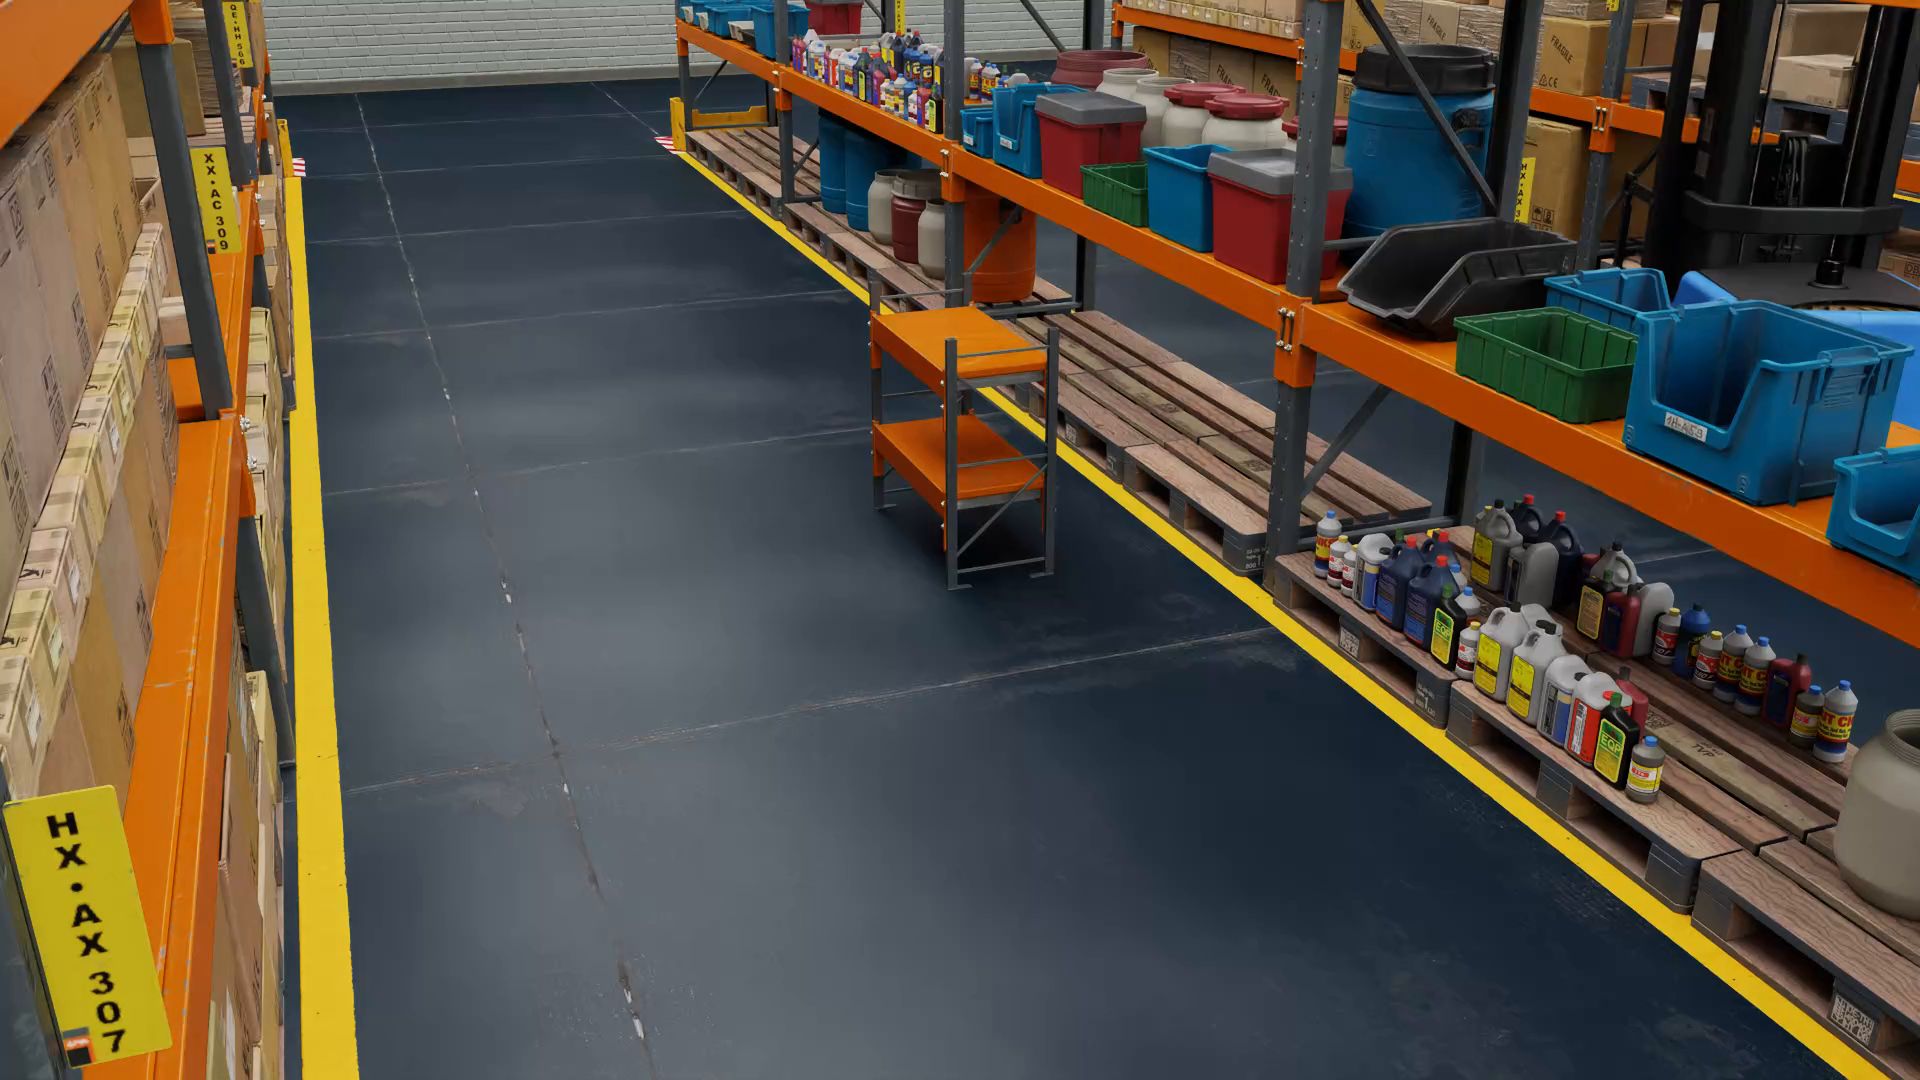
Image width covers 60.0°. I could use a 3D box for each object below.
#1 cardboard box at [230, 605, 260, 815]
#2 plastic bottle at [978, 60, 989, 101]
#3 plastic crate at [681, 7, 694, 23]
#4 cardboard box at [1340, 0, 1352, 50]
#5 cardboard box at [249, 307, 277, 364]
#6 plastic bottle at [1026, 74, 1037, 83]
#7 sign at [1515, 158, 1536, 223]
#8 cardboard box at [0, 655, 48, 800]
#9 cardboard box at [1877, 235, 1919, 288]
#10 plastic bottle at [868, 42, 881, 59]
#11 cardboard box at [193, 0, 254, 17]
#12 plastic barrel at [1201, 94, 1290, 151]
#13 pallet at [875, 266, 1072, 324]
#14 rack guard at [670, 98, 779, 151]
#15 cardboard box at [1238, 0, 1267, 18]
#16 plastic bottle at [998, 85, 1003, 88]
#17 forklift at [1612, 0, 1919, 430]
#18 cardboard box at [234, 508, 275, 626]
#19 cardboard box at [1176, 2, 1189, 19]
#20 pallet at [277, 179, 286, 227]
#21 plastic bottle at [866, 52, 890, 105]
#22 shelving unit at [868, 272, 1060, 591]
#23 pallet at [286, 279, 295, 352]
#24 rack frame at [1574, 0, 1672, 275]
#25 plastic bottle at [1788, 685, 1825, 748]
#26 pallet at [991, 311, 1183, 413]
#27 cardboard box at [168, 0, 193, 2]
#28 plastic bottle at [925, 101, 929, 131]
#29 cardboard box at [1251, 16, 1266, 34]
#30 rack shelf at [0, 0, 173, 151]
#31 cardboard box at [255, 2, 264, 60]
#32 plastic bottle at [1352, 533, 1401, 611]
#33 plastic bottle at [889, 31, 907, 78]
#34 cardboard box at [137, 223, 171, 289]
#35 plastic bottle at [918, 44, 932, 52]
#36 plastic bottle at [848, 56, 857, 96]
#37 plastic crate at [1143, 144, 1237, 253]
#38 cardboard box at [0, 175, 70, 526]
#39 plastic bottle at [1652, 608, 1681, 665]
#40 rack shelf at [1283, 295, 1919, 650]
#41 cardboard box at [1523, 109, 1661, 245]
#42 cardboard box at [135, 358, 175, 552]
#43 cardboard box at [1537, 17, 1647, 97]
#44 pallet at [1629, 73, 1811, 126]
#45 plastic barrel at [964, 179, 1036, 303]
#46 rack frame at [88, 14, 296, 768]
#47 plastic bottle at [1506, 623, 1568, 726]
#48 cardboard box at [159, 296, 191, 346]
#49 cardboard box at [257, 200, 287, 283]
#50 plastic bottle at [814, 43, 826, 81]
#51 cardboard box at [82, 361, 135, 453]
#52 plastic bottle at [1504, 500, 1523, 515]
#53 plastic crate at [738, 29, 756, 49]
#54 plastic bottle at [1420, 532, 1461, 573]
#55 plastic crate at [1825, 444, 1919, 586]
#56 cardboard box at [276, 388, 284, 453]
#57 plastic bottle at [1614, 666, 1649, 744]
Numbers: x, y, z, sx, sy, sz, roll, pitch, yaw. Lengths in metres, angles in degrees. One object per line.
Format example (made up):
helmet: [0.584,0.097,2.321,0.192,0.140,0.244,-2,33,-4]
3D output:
cardboard box: [-2.297,0.509,4.715,0.500,0.500,0.500,-8,24,-19]
plastic bottle: [0.176,-3.247,11.741,0.061,0.283,0.133,-8,24,-19]
plastic crate: [-2.619,-5.223,16.542,0.250,0.136,0.298,-8,24,-19]
cardboard box: [3.541,-4.650,14.793,0.500,0.500,0.500,-8,24,-19]
cardboard box: [-3.828,-1.023,8.592,0.500,0.311,0.500,-8,24,-18]
plastic bottle: [0.468,-2.946,11.028,0.061,0.283,0.133,-8,24,-19]
sign: [2.323,-1.418,6.897,0.100,0.325,0.005,-8,24,-19]
cardboard box: [-1.450,0.300,2.213,0.380,0.149,0.250,-9,24,-20]
cardboard box: [5.893,-1.555,10.229,0.700,0.500,0.500,-11,25,-24]
plastic bottle: [-0.690,-3.912,13.425,0.097,0.201,0.097,0,23,0]
cardboard box: [-5.560,-4.165,12.353,0.500,0.500,0.500,-8,24,-18]
plastic barrel: [1.413,-1.926,8.283,0.433,0.535,0.433,0,23,0]
pallet: [0.074,-1.669,11.437,1.003,0.211,1.213,-8,24,-19]
rack guard: [-2.455,-4.435,17.628,1.175,0.500,0.348,-8,24,-19]
cardboard box: [3.026,-5.186,16.002,0.500,0.250,0.500,-8,24,-17]
plastic bottle: [0.268,-2.927,11.088,0.097,0.201,0.097,0,23,0]
forklift: [4.073,-1.943,8.585,1.130,2.935,3.031,1,23,3]
cardboard box: [-2.744,0.090,5.953,0.500,0.311,0.500,-8,24,-19]
cardboard box: [2.472,-5.502,17.266,0.380,0.149,0.250,-9,24,-20]
pallet: [-6.333,-2.856,14.256,1.003,0.211,1.213,-8,24,-19]
plastic bottle: [-0.571,-3.217,11.585,0.144,0.351,0.185,-8,24,-19]
shelving unit: [-0.002,-0.521,7.537,0.538,1.125,1.048,-8,24,-19]
pallet: [-4.899,-1.429,10.868,1.003,0.211,1.213,-8,24,-19]
rack frame: [5.025,-3.352,11.842,1.000,3.000,0.127,-8,24,-19]
plastic bottle: [2.832,0.582,5.544,0.097,0.201,0.097,0,23,0]
pallet: [0.629,-1.101,10.090,1.003,0.211,1.213,-8,24,-19]
cardboard box: [-5.699,-3.485,11.486,0.700,0.500,0.500,-18,29,-36]
plastic bottle: [-0.174,-2.714,10.583,0.097,0.201,0.097,0,23,0]
cardboard box: [3.016,-4.943,15.938,0.380,0.149,0.250,-9,24,-20]
rack shelf: [-2.124,-0.865,3.005,1.077,0.370,4.000,-8,24,-19]
cardboard box: [-6.121,-4.269,13.887,0.500,0.500,0.500,-9,24,-20]
plastic bottle: [1.647,0.123,6.537,0.152,0.276,0.135,-7,24,-17]
plastic bottle: [-0.460,-3.727,12.795,0.144,0.351,0.185,-8,24,-19]
cardboard box: [-2.534,-0.817,4.862,0.380,0.149,0.250,-8,24,-19]
plastic bottle: [-0.273,-3.654,12.717,0.152,0.276,0.135,-8,24,-19]
plastic bottle: [-0.755,-3.344,11.989,0.097,0.271,0.097,0,23,0]
plastic crate: [1.124,-1.570,7.634,0.392,0.384,0.575,-8,24,-19]
cardboard box: [-1.959,-0.296,2.790,0.700,0.500,0.500,-8,24,-19]
plastic bottle: [2.605,0.348,6.099,0.097,0.201,0.097,0,23,0]
rack shelf: [2.511,-0.161,5.197,1.077,0.370,4.000,-8,24,-19]
cardboard box: [4.801,-2.820,12.774,1.225,0.875,0.875,-10,25,-21]
cardboard box: [-2.476,-0.236,4.319,0.700,0.500,0.500,-9,24,-20]
cardboard box: [4.619,-3.544,12.167,0.500,0.500,0.500,-8,24,-17]
pallet: [5.377,-3.020,11.299,1.213,0.211,1.003,-8,24,-19]
plastic barrel: [0.203,-2.042,10.985,0.600,0.830,0.708,-8,24,-19]
rack frame: [-2.831,-0.541,5.172,1.000,3.000,0.127,-8,24,-19]
plastic bottle: [1.984,0.439,5.690,0.144,0.351,0.185,-7,24,-17]
cardboard box: [-2.952,-0.775,6.051,0.380,0.149,0.250,-8,24,-19]
cardboard box: [-4.871,-1.996,11.275,0.500,0.500,0.500,-8,24,-18]
plastic bottle: [-1.070,-3.668,12.755,0.097,0.271,0.097,0,23,0]
cardboard box: [-1.990,-0.259,3.539,0.380,0.149,0.250,-8,24,-17]
plastic bottle: [2.283,-0.041,6.916,0.061,0.283,0.133,-7,24,-16]
plastic crate: [-1.668,-4.397,14.597,0.437,0.125,0.590,-8,24,-19]
plastic bottle: [1.837,0.129,6.426,0.144,0.351,0.185,-8,24,-19]
plastic crate: [2.537,-0.075,4.257,0.499,0.251,0.408,-8,24,-19]
cardboard box: [-3.644,-0.576,8.255,0.500,0.250,0.500,-9,24,-20]
plastic bottle: [2.195,0.566,5.477,0.061,0.283,0.133,-8,24,-19]
